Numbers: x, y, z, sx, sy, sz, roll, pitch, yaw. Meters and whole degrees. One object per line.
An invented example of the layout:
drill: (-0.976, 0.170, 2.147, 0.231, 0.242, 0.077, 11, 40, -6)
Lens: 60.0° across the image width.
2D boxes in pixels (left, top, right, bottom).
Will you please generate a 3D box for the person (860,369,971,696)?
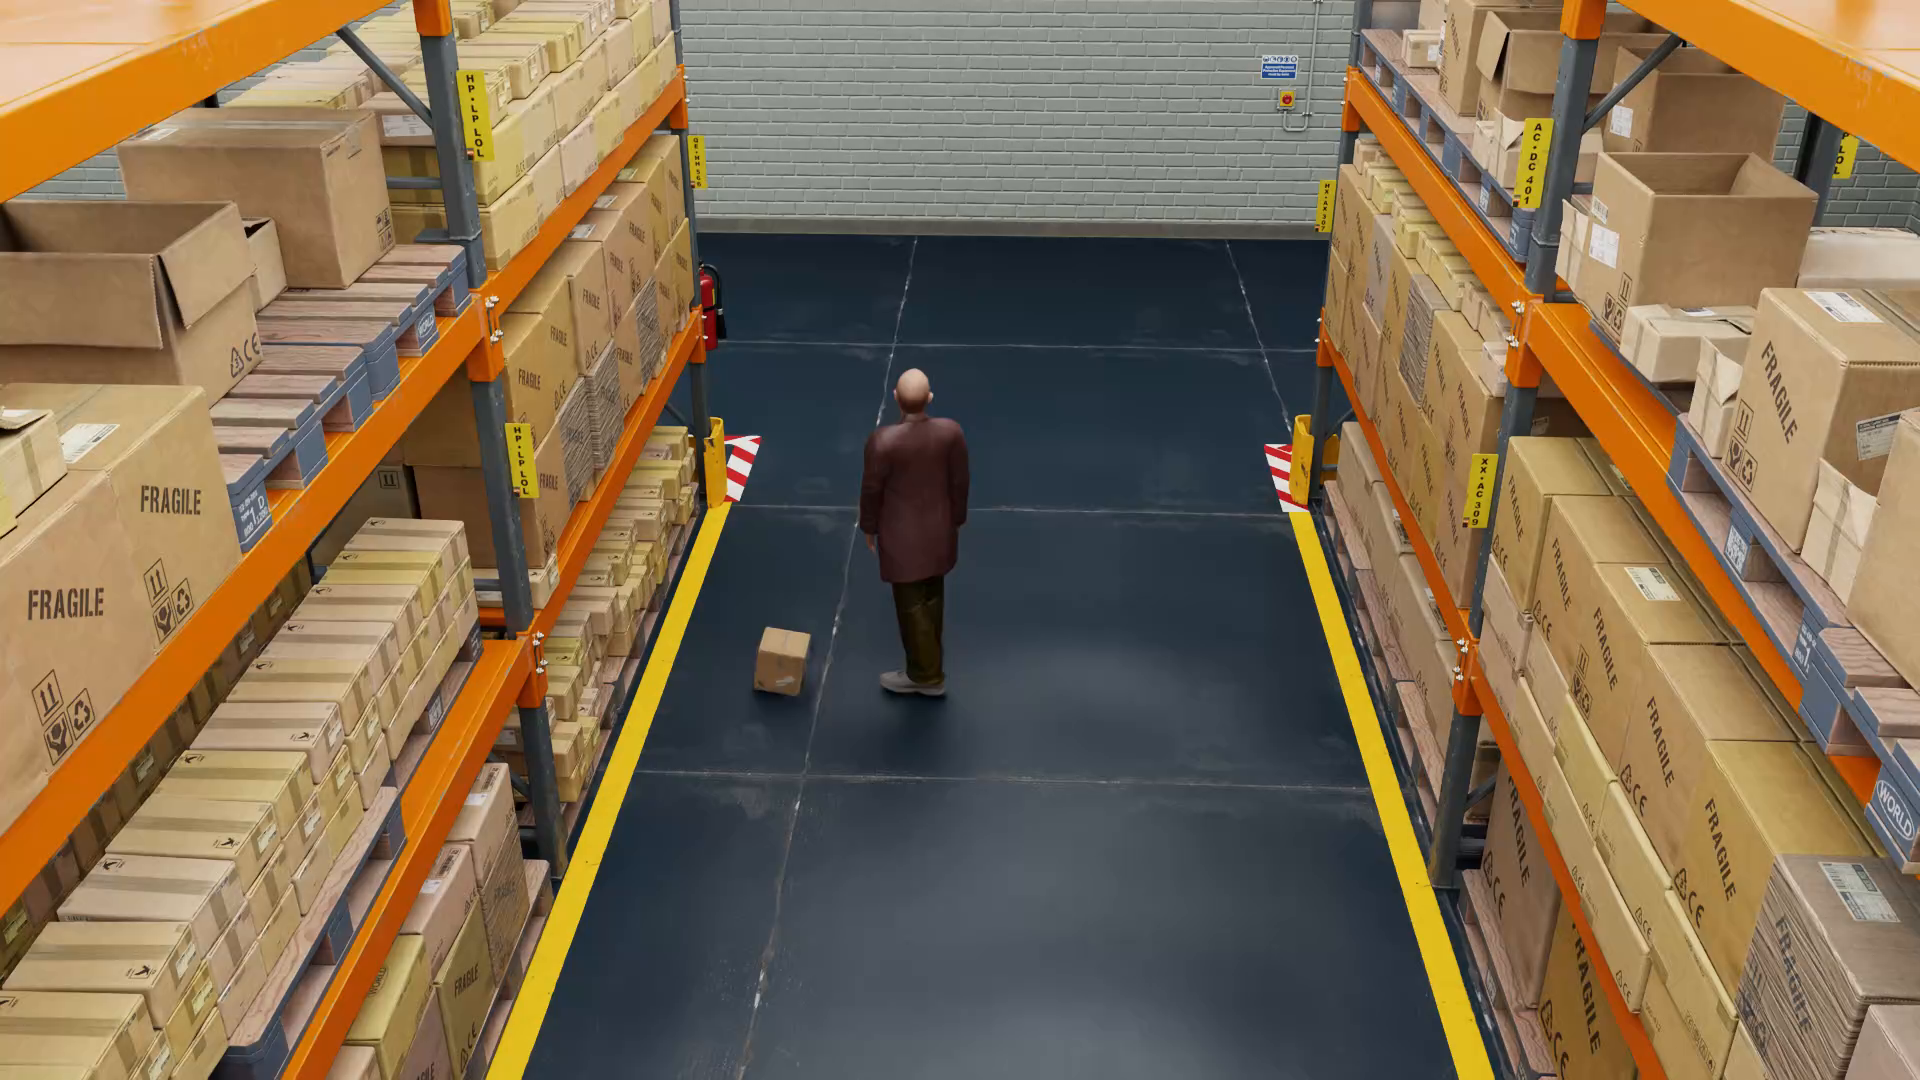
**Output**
person: (-0.230, -0.038, 8.682, 0.574, 1.787, 0.544, -13, 30, -24)
